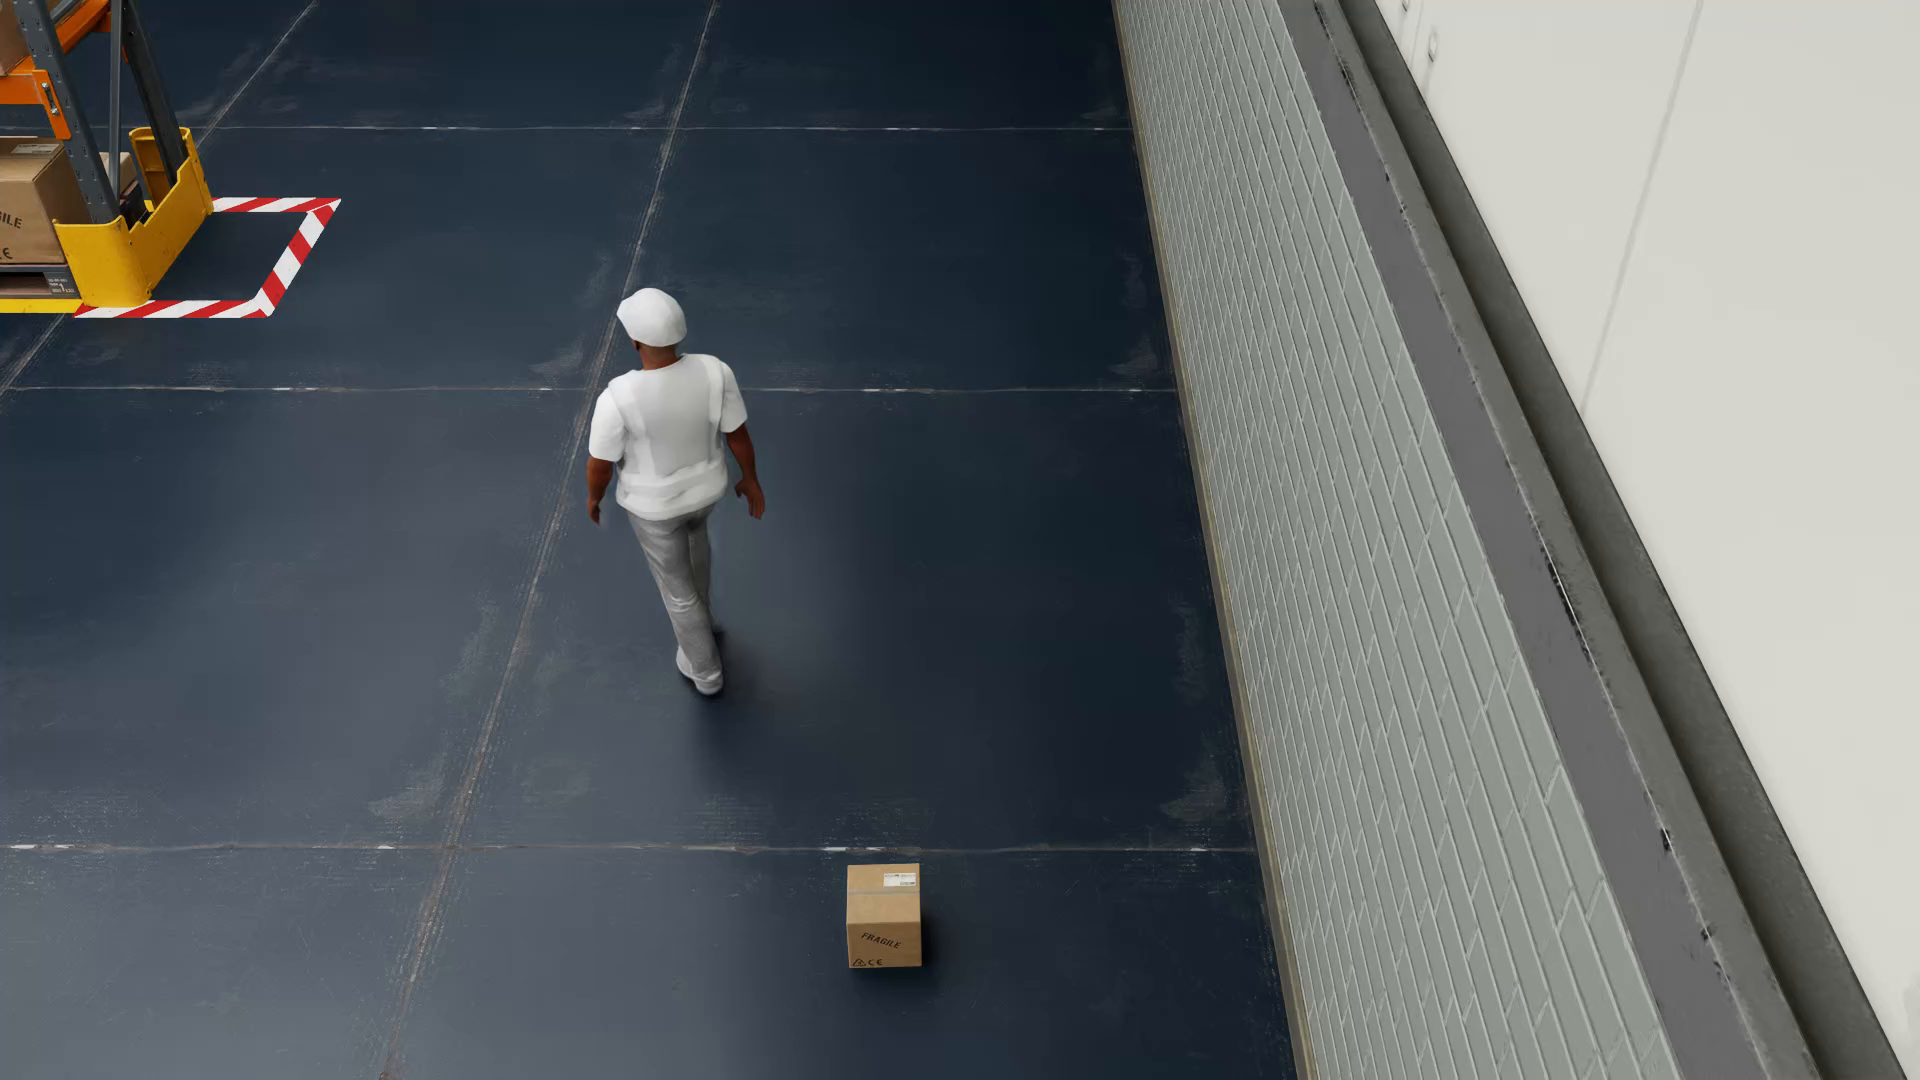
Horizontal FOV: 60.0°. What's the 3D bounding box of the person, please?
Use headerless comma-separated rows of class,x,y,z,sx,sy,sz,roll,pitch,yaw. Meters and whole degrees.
person,-1.108,-0.181,6.374,0.623,1.825,0.595,-24,45,-26
